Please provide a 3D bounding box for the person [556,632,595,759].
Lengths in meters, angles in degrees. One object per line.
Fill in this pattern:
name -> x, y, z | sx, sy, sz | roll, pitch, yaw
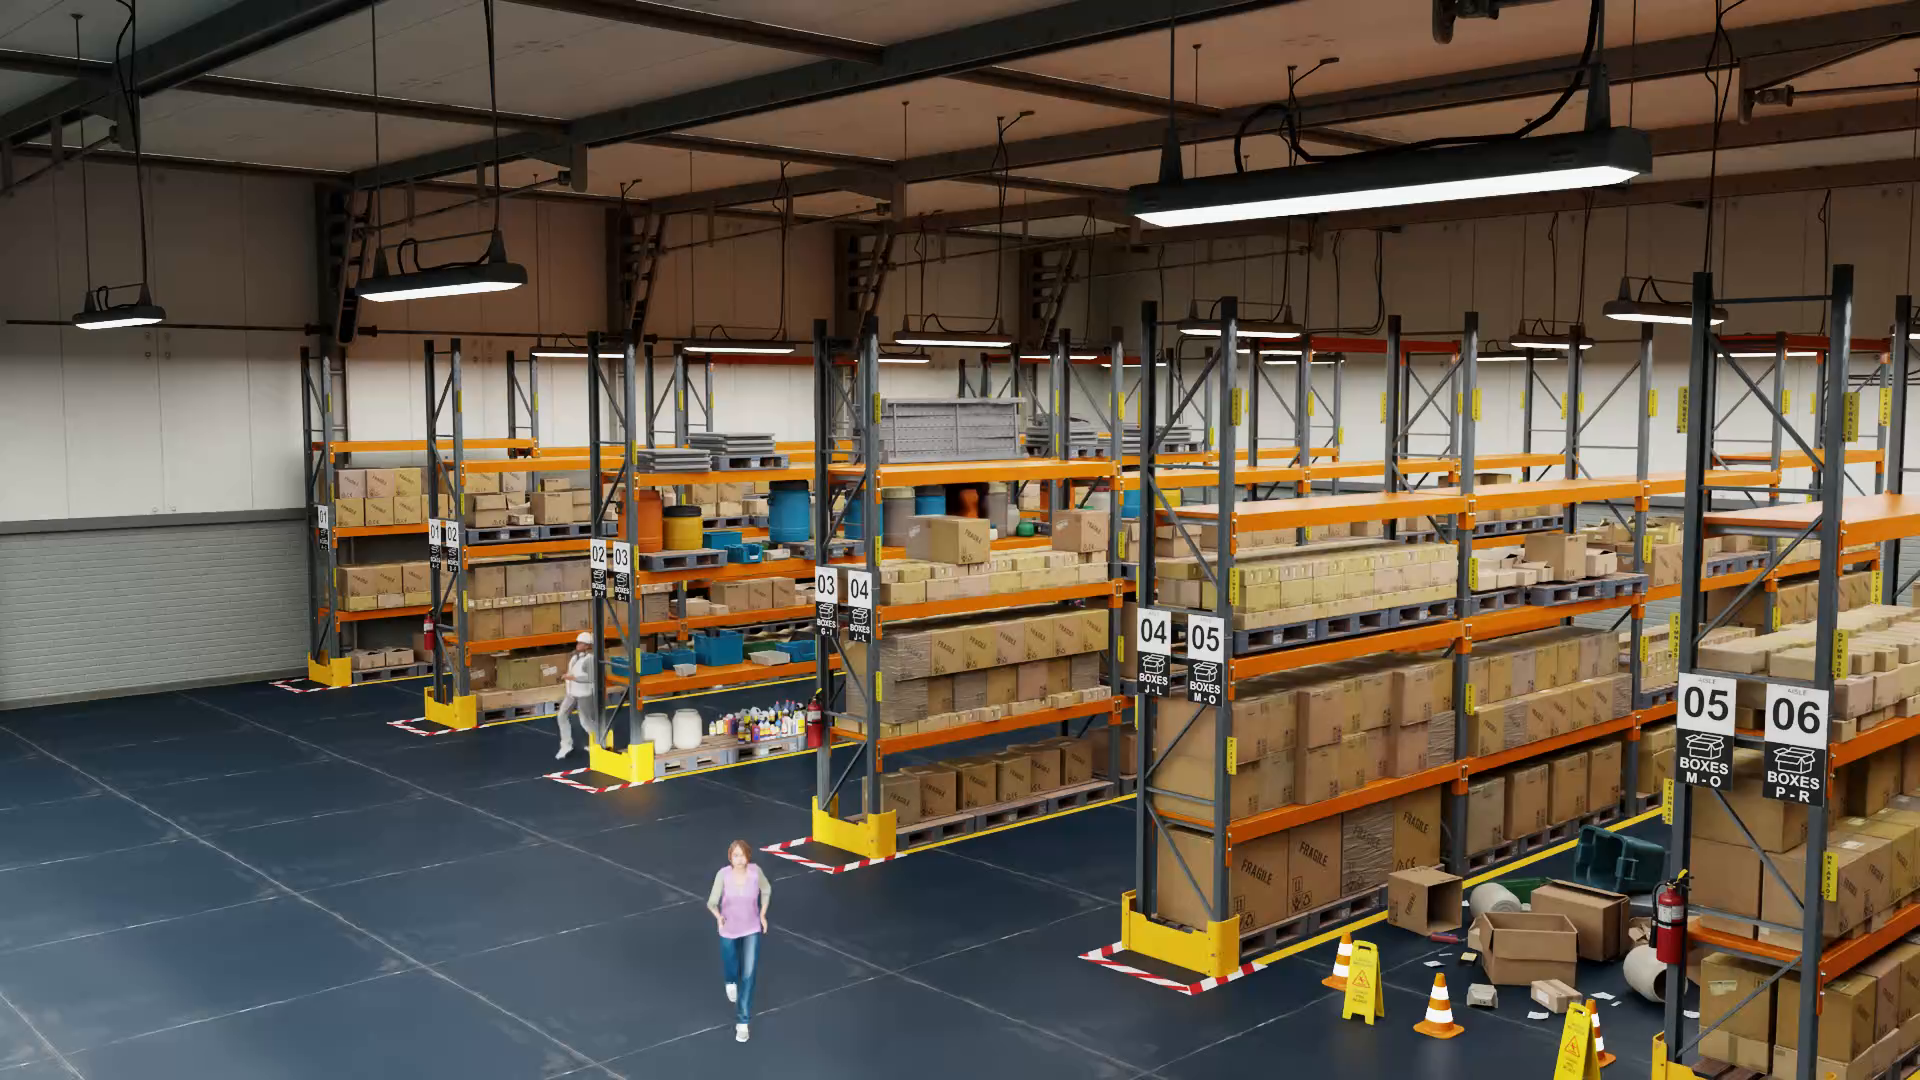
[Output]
person -> -5.376, 2.211, 23.695 | 0.631, 1.810, 0.712 | 4, 6, 39

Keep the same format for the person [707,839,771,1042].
person -> -1.798, 3.189, 13.573 | 0.527, 1.582, 0.819 | -1, 5, -11
